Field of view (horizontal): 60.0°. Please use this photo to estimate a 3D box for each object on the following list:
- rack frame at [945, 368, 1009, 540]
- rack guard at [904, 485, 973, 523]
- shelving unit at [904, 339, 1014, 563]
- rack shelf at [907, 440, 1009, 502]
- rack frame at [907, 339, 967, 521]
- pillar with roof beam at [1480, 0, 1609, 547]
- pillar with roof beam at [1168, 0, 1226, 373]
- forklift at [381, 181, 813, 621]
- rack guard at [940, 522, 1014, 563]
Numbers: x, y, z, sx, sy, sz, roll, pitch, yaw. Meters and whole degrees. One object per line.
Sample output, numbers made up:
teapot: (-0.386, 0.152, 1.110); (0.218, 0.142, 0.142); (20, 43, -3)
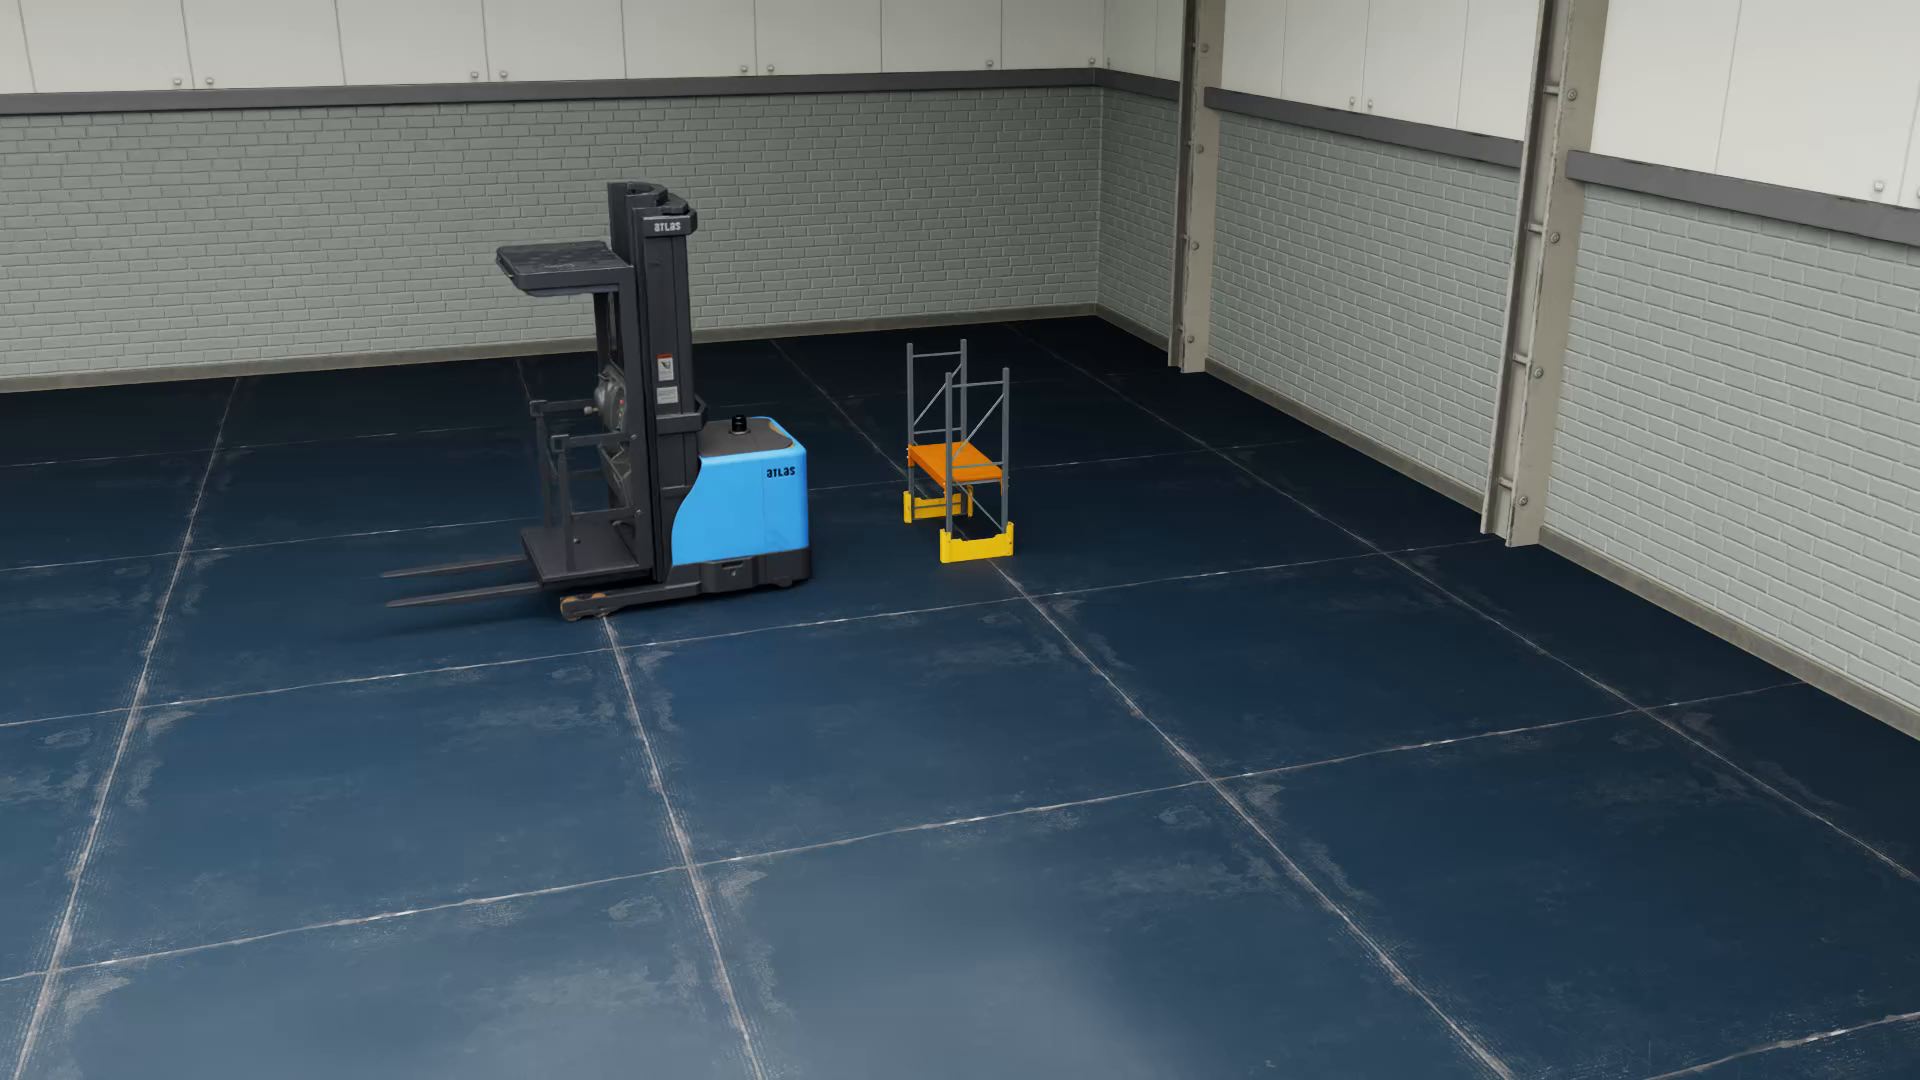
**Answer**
rack frame: (0.133, -0.570, 12.785); (0.500, 1.500, 0.032); (-6, 21, -17)
rack guard: (-0.180, -0.302, 13.887); (0.587, 0.250, 0.087); (-6, 21, -17)
shelving unit: (-0.024, -0.730, 13.231); (0.587, 1.500, 1.083); (-6, 21, -17)
rack shelf: (-0.027, -0.564, 13.300); (0.538, 0.185, 1.000); (-6, 21, -17)
rack frame: (-0.187, -0.896, 13.693); (0.500, 1.500, 0.032); (-6, 21, -17)
pillar with roof beam: (0.374, -3.800, 10.684); (9.100, 9.000, 0.400); (-6, 21, -17)
pillar with roof beam: (-1.512, -5.726, 16.045); (9.100, 9.000, 0.400); (-6, 21, -17)
forklift: (-2.672, -1.008, 11.887); (3.031, 2.935, 1.130); (-8, 21, -21)
rack guard: (0.133, 0.018, 12.997); (0.587, 0.250, 0.087); (-6, 21, -17)
